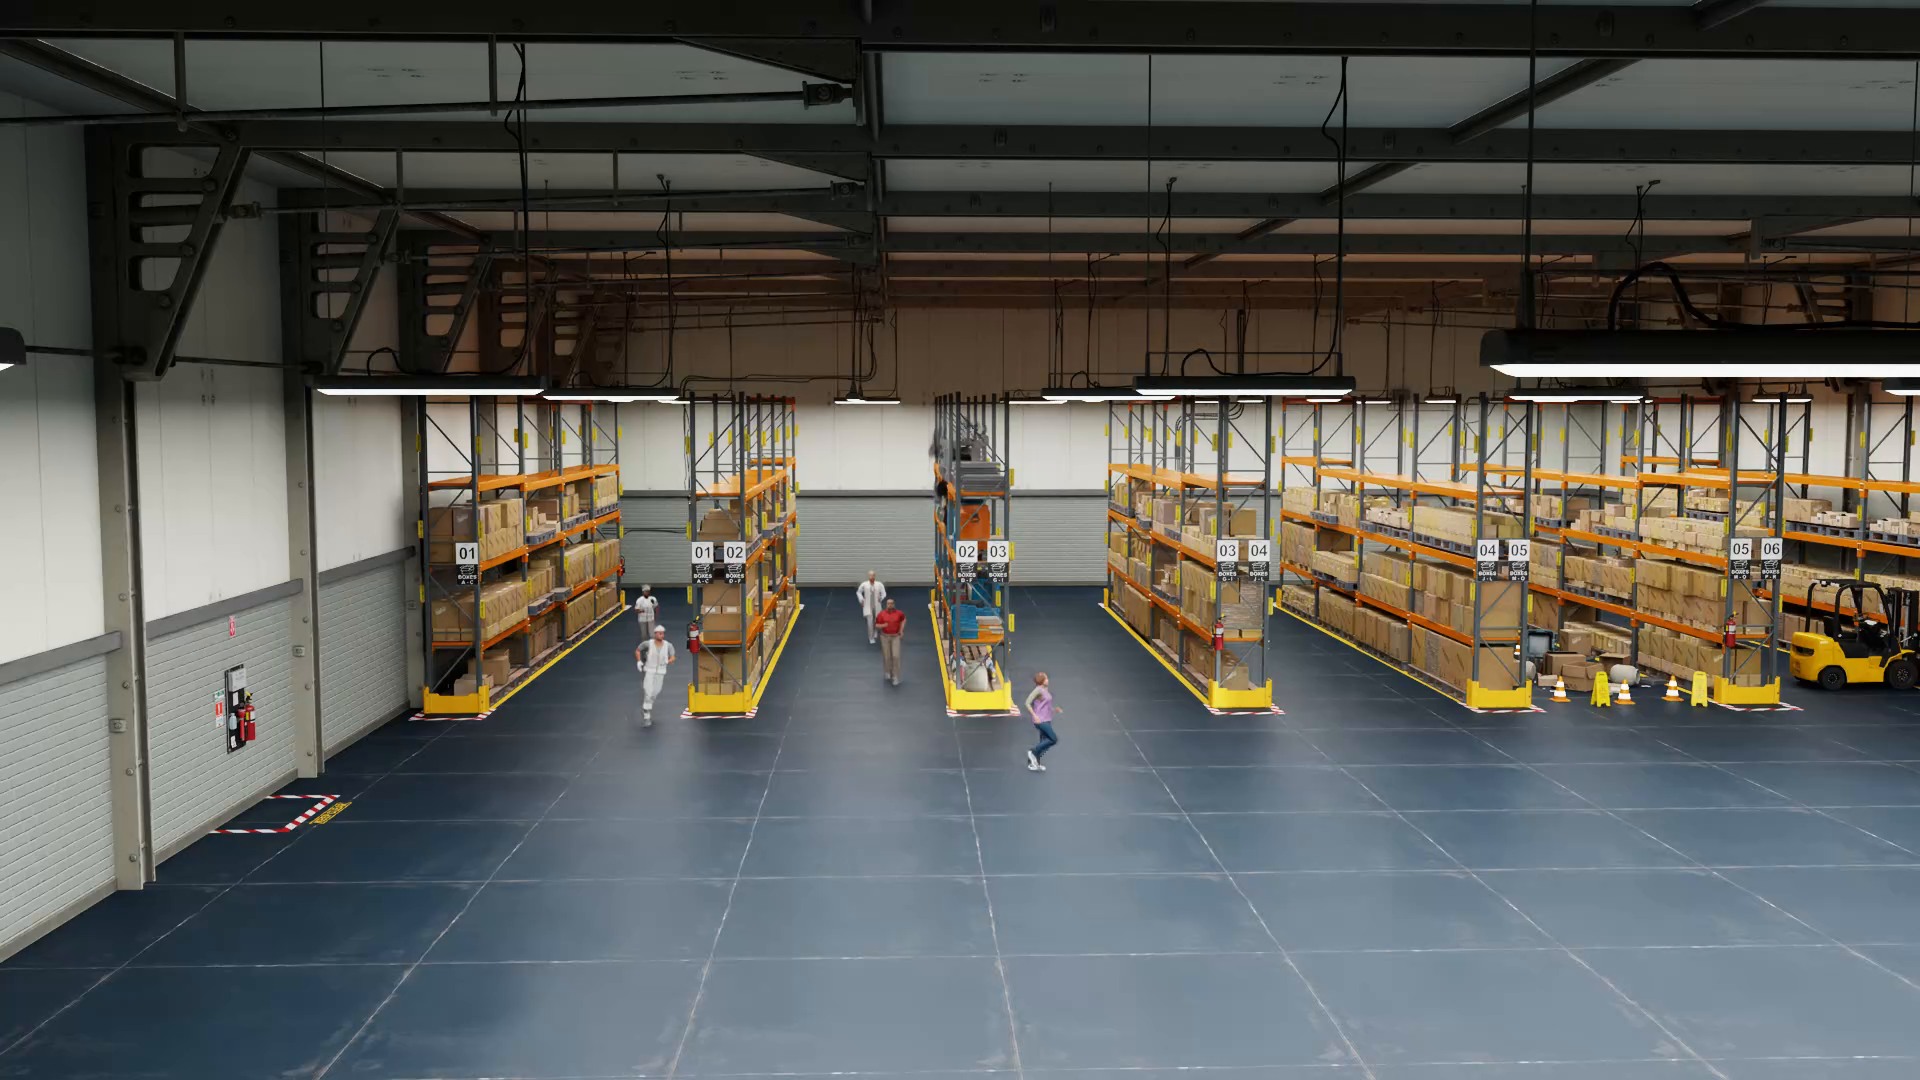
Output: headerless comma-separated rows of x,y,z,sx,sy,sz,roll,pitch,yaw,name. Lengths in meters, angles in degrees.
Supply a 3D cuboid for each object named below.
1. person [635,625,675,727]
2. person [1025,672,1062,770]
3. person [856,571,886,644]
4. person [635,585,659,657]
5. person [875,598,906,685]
-5.513,2.422,30.170,0.691,1.764,0.966,-2,5,-23,person
1.324,2.849,26.084,0.558,1.560,0.524,1,5,18,person
-2.146,1.623,40.355,0.715,1.735,0.826,-1,5,-10,person
-7.064,1.876,37.575,0.558,1.747,0.698,-1,5,-12,person
-1.437,2.105,34.468,0.640,1.791,0.755,0,5,-2,person
